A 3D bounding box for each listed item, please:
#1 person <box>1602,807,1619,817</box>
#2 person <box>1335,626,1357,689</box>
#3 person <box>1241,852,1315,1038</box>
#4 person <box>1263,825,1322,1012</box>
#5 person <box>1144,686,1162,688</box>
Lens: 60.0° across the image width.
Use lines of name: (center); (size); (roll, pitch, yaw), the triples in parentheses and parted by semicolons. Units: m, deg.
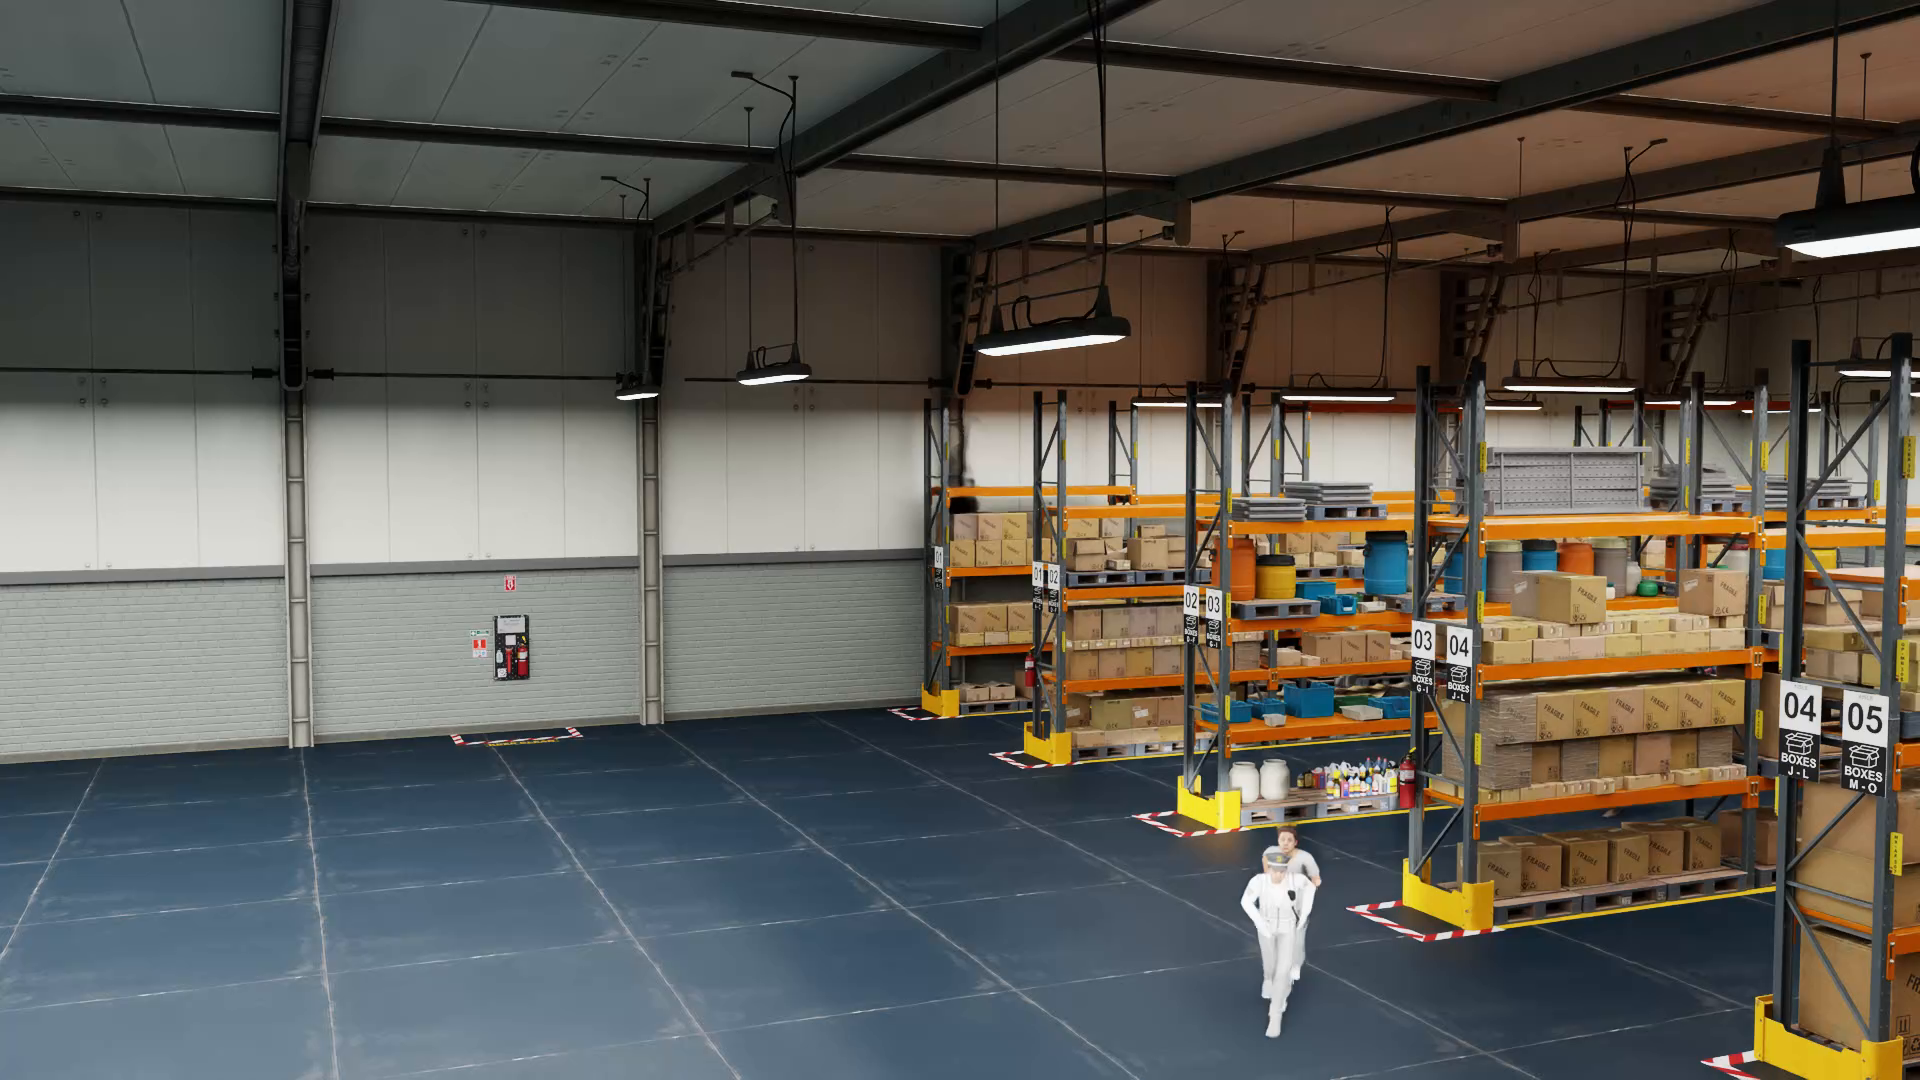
person: (9.220, 3.042, 23.047); (0.839, 1.608, 0.574); (-2, 4, -36)
person: (7.457, 2.421, 31.928); (0.597, 1.729, 0.681); (-1, 4, -21)
person: (2.833, 3.511, 14.877); (0.654, 1.627, 0.978); (0, 3, 5)
person: (3.091, 3.436, 15.490); (0.568, 1.674, 1.002); (1, 4, 17)
person: (3.628, 2.523, 30.662); (0.769, 1.711, 0.654); (-3, 4, -41)
